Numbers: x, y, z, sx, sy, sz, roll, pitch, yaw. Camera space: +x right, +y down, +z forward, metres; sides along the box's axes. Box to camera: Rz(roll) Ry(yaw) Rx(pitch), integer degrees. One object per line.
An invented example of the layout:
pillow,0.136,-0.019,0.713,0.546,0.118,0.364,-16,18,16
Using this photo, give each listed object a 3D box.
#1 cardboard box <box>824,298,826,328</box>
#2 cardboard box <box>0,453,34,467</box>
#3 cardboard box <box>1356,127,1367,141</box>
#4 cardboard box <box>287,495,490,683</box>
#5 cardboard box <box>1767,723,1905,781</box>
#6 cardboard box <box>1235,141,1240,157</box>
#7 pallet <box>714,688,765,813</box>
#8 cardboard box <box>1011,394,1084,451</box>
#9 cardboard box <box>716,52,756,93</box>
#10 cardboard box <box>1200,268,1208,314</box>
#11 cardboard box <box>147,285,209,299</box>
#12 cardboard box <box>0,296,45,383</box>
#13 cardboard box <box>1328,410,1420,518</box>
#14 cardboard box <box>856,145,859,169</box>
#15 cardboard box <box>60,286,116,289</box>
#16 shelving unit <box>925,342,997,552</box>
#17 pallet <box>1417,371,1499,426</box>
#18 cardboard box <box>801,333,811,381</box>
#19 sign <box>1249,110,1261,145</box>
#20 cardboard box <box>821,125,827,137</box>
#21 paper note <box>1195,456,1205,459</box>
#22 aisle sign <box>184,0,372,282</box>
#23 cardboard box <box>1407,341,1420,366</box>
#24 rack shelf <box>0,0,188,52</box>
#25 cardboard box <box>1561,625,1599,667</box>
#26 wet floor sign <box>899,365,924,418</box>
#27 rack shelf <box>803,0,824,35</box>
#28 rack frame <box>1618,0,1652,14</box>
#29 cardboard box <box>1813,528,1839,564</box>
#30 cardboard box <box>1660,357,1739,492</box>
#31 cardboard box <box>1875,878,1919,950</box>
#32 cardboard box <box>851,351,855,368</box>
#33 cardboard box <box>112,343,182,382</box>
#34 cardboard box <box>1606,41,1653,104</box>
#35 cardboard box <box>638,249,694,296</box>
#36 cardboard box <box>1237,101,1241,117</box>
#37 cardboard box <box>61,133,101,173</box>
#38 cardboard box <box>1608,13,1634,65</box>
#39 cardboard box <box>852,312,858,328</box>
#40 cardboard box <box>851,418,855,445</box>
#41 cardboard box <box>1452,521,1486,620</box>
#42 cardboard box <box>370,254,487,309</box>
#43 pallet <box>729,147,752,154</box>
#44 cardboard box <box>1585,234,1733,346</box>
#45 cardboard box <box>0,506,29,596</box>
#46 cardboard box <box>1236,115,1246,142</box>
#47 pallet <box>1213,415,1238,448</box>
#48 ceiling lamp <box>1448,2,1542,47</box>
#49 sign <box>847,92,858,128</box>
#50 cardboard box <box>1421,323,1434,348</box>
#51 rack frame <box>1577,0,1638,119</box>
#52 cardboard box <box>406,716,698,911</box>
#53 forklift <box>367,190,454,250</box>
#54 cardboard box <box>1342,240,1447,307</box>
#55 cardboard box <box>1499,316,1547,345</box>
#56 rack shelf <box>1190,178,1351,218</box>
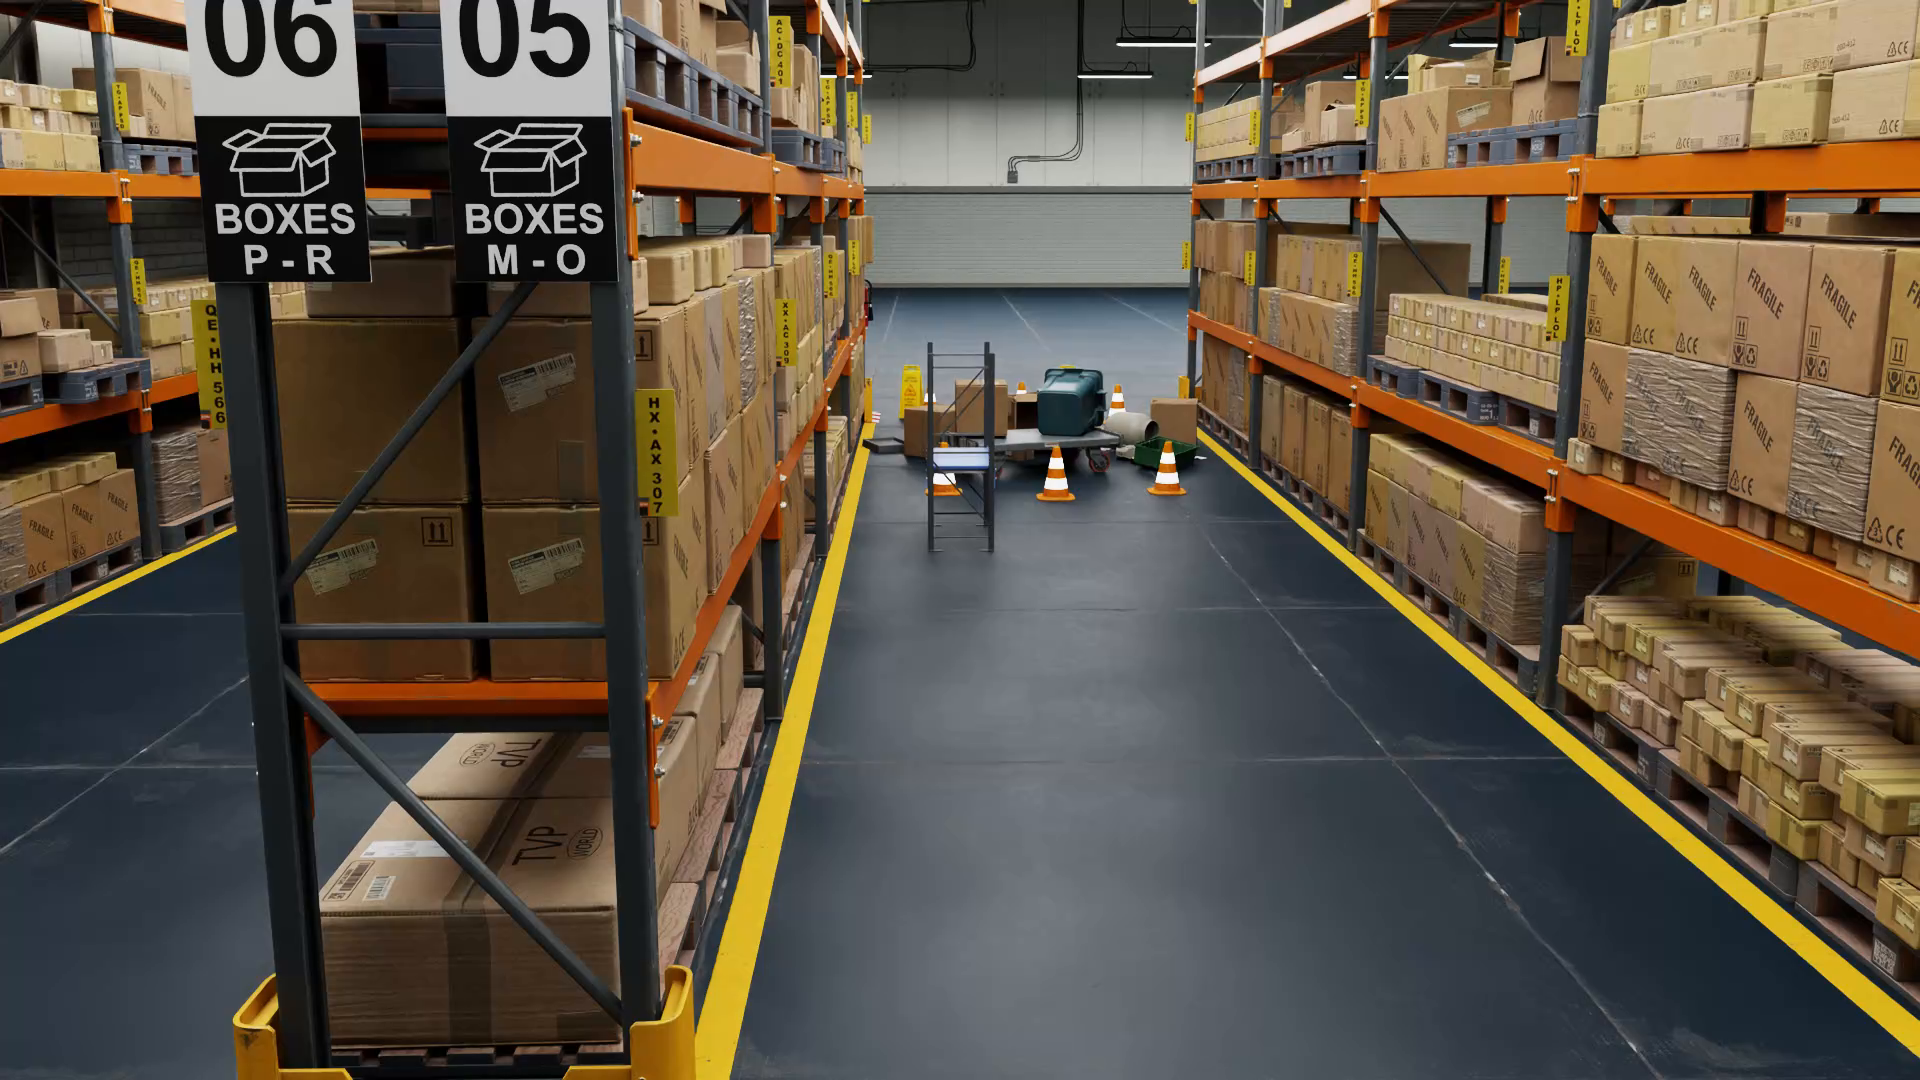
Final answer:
cardboard box,-1.268,-1.838,12.516,0.500,0.500,0.500,-1,11,-3
cardboard box,-6.754,-0.519,11.673,0.380,0.149,0.250,0,11,2
cardboard box,3.224,-3.115,12.607,0.380,0.166,0.250,0,11,-1
cardboard box,-1.600,0.100,4.771,0.500,0.500,0.500,0,11,-1
cardboard box,3.274,0.793,6.224,0.380,0.149,0.250,0,11,1
cardboard box,3.029,-4.007,17.047,0.380,0.149,0.250,0,11,-1
pallet,-1.470,0.967,7.763,1.003,0.211,1.213,0,11,-1
cardboard box,0.939,-1.255,17.639,0.797,0.637,0.503,0,11,-1
cardboard box,-1.069,-1.975,7.029,0.380,0.149,0.250,0,11,0
cardboard box,3.344,-2.977,19.812,0.875,0.550,0.550,0,11,-1
cardboard box,-6.256,-1.963,13.306,0.380,0.149,0.250,0,11,-1
cardboard box,-6.234,-1.258,10.400,0.797,0.503,0.637,-1,11,-2
cardboard box,3.534,-0.612,13.132,1.050,0.750,0.750,0,11,-2
cardboard box,-1.338,-4.075,17.686,0.500,0.250,0.500,0,11,-1
cardboard box,-6.798,-1.908,13.036,0.380,0.149,0.250,0,11,-2
shelving unit,-0.002,-0.752,12.994,0.538,1.500,1.048,0,11,-1
pallet,3.538,-0.900,10.432,1.003,0.211,1.213,0,11,-1
cardboard box,-1.170,-1.116,10.136,0.500,0.250,0.500,-1,11,-3
sign,2.819,-3.942,15.900,0.100,0.325,0.005,0,11,-1
cardboard box,-1.401,-3.427,14.181,0.500,0.250,0.500,0,11,0
paper note,2.455,-0.857,17.206,0.147,0.020,0.142,-10,15,-40
aisle sign,-1.634,-1.015,3.978,0.394,0.787,0.004,0,11,-1
cardboard box,3.275,-1.273,11.365,0.380,0.149,0.250,0,11,2
rack shelf,-6.494,-4.115,13.522,1.077,0.370,4.000,0,11,-1
cardboard box,3.227,0.527,8.282,0.380,0.149,0.250,0,11,1
wet floor sign,-0.590,-1.825,20.433,0.267,0.644,0.232,4,12,18
rack shelf,-1.449,-3.341,9.707,1.077,0.370,4.000,0,11,-1
rack frame,8.252,-5.918,19.595,1.000,3.000,0.127,0,11,-1
cardboard box,3.394,0.006,6.115,0.380,0.149,0.250,-1,11,-4
cardboard box,3.289,-0.489,6.923,0.500,0.500,0.500,0,11,-2
cardboard box,3.296,1.240,5.516,0.380,0.149,0.250,0,11,1
cardboard box,-1.258,-1.829,16.871,0.380,0.149,0.250,0,11,0
cardboard box,-6.218,-1.341,12.503,0.500,0.250,0.500,0,11,-1
cardboard box,3.309,-2.137,7.623,0.500,0.250,0.500,0,11,1
cardboard box,-1.046,-0.841,5.263,0.380,0.149,0.250,-1,11,-3
cardboard box,3.033,-4.396,16.957,0.380,0.149,0.250,0,11,0
cardboard box,-6.200,-2.621,11.267,0.500,0.250,0.500,-1,11,-3
cardboard box,3.641,-2.392,8.456,0.700,0.500,0.500,0,11,-1
cardboard box,-1.276,-2.337,17.665,0.380,0.149,0.250,0,11,-1
cardboard box,-1.315,-1.118,16.887,0.500,0.250,0.500,-1,11,-4
cardboard box,3.262,0.179,9.862,0.500,0.500,0.500,-1,11,-2
cardboard box,-1.562,-0.734,4.735,0.380,0.149,0.250,0,11,0
pallet,-1.476,-2.110,8.851,0.805,0.209,1.217,-1,11,-3
cardboard box,3.305,-1.186,7.846,0.500,0.500,0.500,0,11,0
cardboard box,-6.187,0.084,10.333,0.500,0.500,0.500,-1,11,-3
cardboard box,3.097,-4.177,16.879,0.500,0.250,0.500,0,11,-1
pallet,3.408,-1.210,18.493,1.003,0.211,1.213,0,11,-1
ceiling lamp,11.339,-12.038,35.080,2.000,3.185,0.800,0,11,-1
sign,-1.018,-4.061,15.697,0.100,0.325,0.005,0,11,-1
cardboard box,3.288,-1.361,11.053,0.380,0.149,0.250,0,11,-1
rack frame,3.539,-3.532,7.836,1.000,3.000,0.127,0,11,-1
cardboard box,-1.466,0.981,6.068,0.875,0.438,0.875,0,11,0
forklift,-4.005,-1.479,12.979,3.031,2.935,1.130,6,13,28
cardboard box,3.445,-2.116,13.178,0.700,0.500,0.500,0,11,-2
cardboard box,3.320,-1.202,9.519,0.380,0.149,0.250,0,11,-1
rack shelf,3.332,-3.697,18.004,1.077,0.370,4.000,0,11,-1
